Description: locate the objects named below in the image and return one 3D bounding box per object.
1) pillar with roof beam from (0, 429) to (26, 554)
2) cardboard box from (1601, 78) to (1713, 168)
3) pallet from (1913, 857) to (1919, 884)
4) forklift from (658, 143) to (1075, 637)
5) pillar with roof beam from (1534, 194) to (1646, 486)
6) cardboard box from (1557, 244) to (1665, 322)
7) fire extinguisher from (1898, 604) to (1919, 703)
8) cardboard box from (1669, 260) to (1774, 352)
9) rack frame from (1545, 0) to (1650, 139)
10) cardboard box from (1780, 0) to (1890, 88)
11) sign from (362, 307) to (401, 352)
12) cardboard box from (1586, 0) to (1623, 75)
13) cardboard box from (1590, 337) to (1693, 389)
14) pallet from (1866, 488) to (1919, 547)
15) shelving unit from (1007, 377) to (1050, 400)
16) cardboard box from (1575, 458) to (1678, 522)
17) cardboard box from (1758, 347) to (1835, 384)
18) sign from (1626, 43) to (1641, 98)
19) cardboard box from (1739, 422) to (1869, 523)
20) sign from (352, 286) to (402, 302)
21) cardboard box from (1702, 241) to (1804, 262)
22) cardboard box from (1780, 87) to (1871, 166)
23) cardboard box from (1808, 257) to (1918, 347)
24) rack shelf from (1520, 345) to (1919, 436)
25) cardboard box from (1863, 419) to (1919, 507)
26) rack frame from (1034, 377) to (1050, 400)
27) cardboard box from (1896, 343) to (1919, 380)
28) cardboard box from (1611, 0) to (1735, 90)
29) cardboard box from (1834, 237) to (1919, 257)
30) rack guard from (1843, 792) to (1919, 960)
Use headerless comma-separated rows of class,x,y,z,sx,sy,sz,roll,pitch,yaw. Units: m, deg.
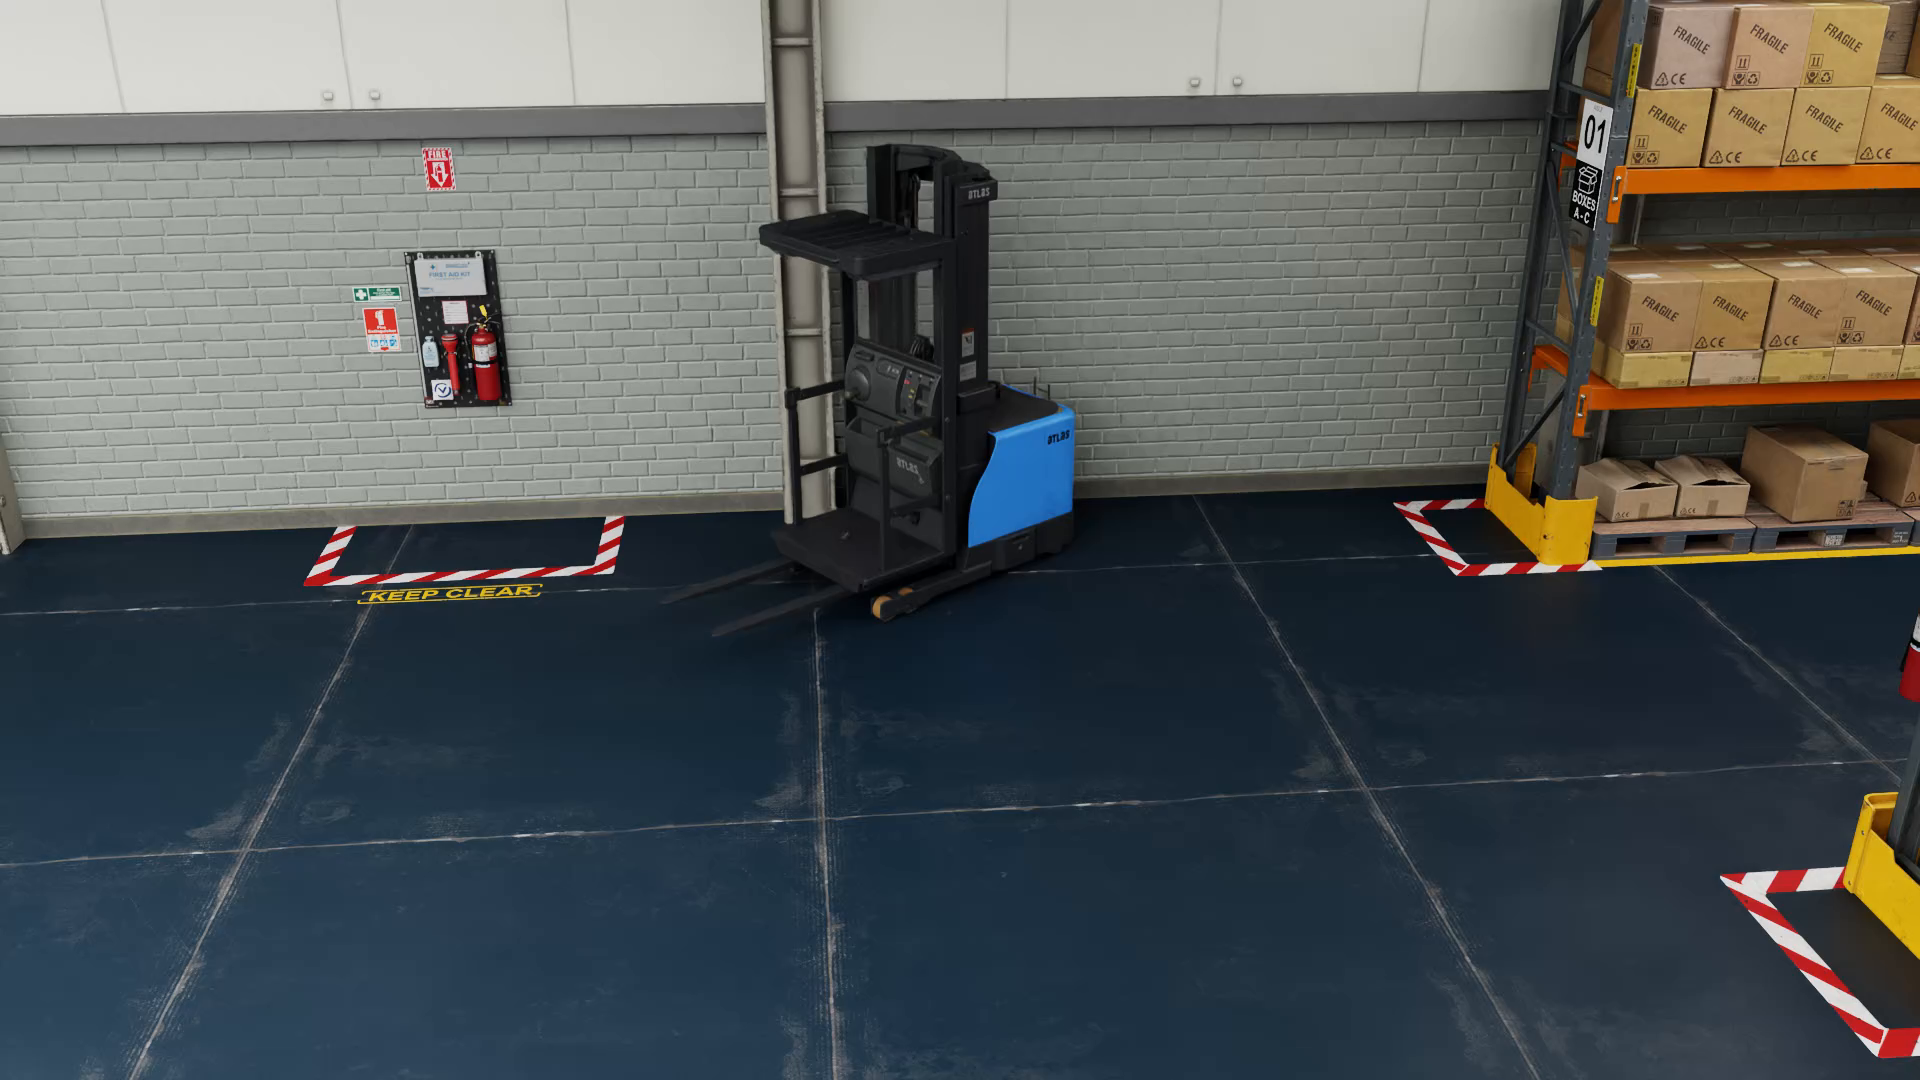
pillar with roof beam,-6.691,-2.326,6.463,0.400,9.000,9.100,-2,24,-5
cardboard box,4.573,-2.764,10.994,0.500,0.500,0.500,-2,24,-4
pallet,5.463,1.803,7.994,1.213,0.211,1.003,-2,24,-5
forklift,-0.613,-1.038,11.036,3.031,2.935,1.130,-19,30,-37
pillar with roof beam,5.251,-2.805,7.541,0.400,9.000,9.100,-2,24,-5
cardboard box,4.664,-1.814,11.935,0.500,0.500,0.500,-3,24,-6
fire extinguisher,4.543,0.429,7.748,0.183,0.674,0.296,-2,24,-5
cardboard box,5.213,-1.622,11.504,0.500,0.500,0.500,-2,24,-5
rack frame,4.216,-4.167,10.606,0.127,3.000,1.000,-2,24,-5
cardboard box,5.636,-3.250,10.857,0.500,0.500,0.500,-2,24,-4
sign,-4.167,-1.516,11.985,0.234,0.329,0.001,-2,24,-5
cardboard box,4.619,-3.431,11.265,0.500,0.500,0.500,-1,24,-3
cardboard box,4.733,-1.257,11.606,0.500,0.250,0.500,-3,24,-7
pallet,7.532,-0.270,12.658,1.213,0.211,1.003,-2,24,-5
shelving unit,0.509,-0.682,12.551,0.252,1.050,0.215,-14,28,-29
cardboard box,4.913,-0.389,12.262,0.500,0.311,0.500,-5,24,-11
cardboard box,5.756,-1.302,11.706,0.500,0.250,0.500,-3,24,-6
sign,4.269,-2.977,10.545,0.005,0.325,0.100,-2,24,-5
cardboard box,6.215,-0.508,12.295,0.500,0.500,0.700,-4,24,-8
sign,-4.162,-1.755,11.870,0.331,0.109,0.001,-2,24,-5
cardboard box,5.680,-1.852,12.021,0.500,0.500,0.500,-3,24,-7
cardboard box,5.627,-2.793,11.060,0.500,0.500,0.500,-1,24,-3
cardboard box,6.241,-1.666,11.602,0.500,0.500,0.500,-2,24,-3
rack shelf,6.206,-1.177,12.151,4.000,0.370,1.077,-2,24,-5
cardboard box,7.167,-0.587,12.473,0.500,0.500,0.500,-4,24,-9
rack frame,0.612,-0.708,12.611,0.008,1.050,0.200,-14,28,-29
cardboard box,6.759,-1.342,11.796,0.500,0.250,0.500,-2,24,-5
cardboard box,4.623,-3.225,10.802,0.500,0.500,0.500,-4,24,-9
cardboard box,6.697,-1.898,12.123,0.500,0.500,0.500,-2,24,-4
rack guard,4.682,1.720,7.826,0.348,0.500,1.175,-2,24,-5
